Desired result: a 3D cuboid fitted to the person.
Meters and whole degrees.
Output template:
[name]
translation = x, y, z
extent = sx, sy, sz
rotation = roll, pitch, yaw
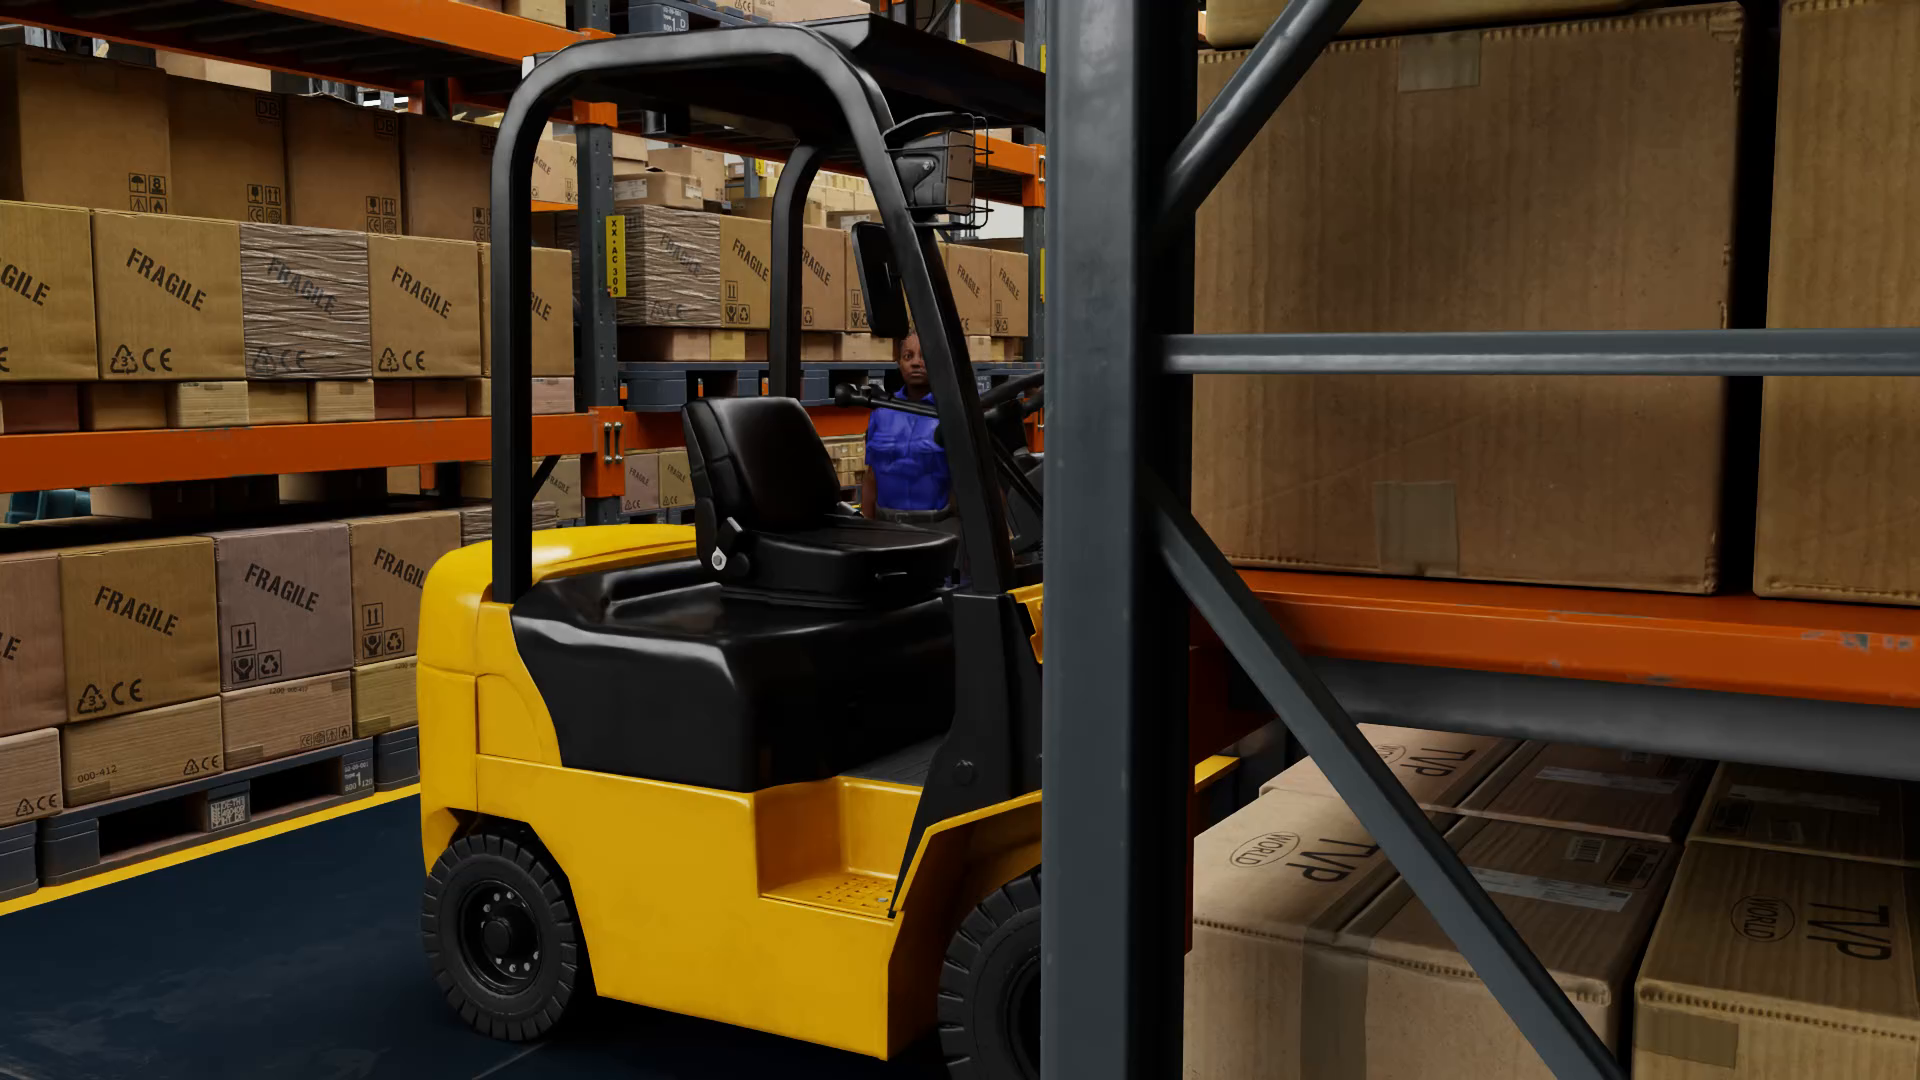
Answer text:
[person]
translation = -0.165, 0.017, 6.199
extent = 0.471, 1.618, 0.878
rotation = 2, 6, 19
